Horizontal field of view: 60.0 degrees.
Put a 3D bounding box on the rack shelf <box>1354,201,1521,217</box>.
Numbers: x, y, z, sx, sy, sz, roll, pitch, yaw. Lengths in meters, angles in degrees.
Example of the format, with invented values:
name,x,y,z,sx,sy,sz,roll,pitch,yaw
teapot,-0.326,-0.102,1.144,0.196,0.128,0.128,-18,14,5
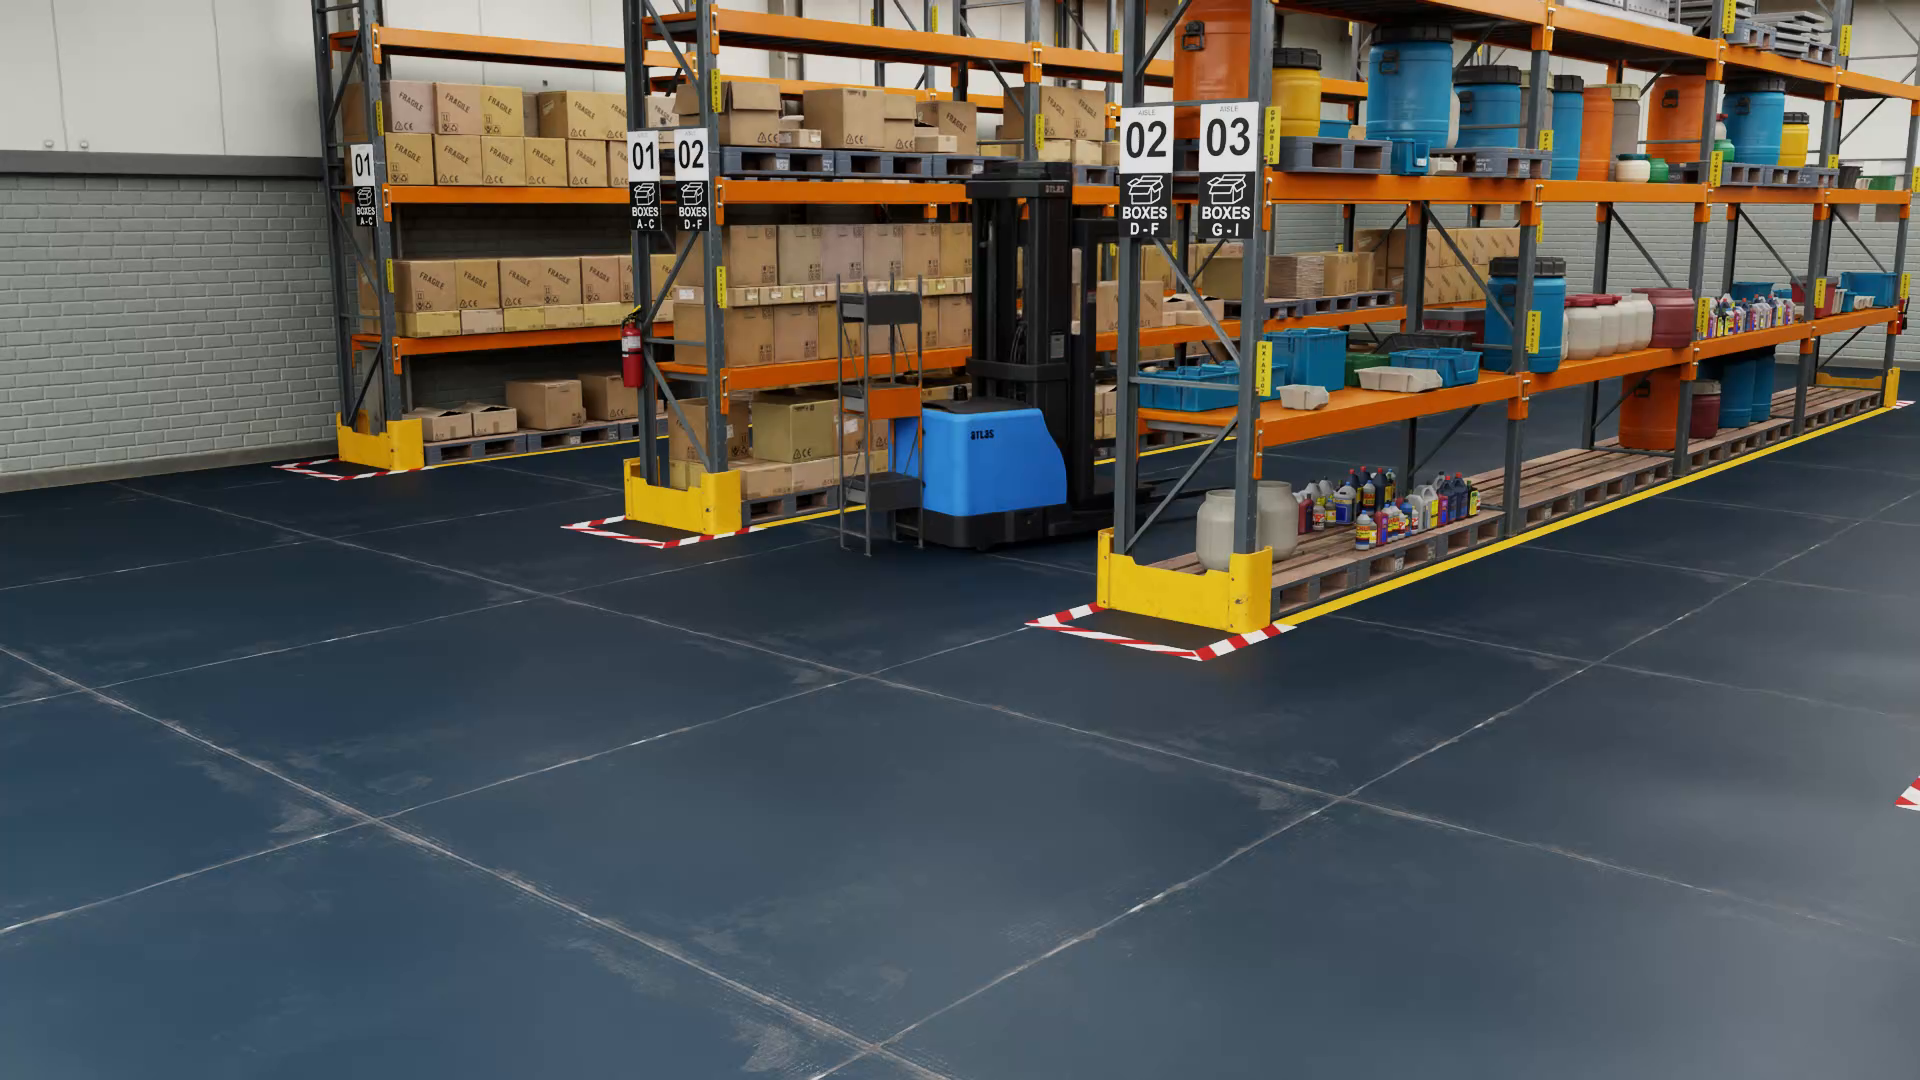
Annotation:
name,x,y,z,sx,sy,sz,roll,pitch,yaw
rack shelf,6.942,-4.787,23.699,1.077,0.370,4.000,10,15,40

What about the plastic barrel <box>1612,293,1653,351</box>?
name,x,y,z,sx,sy,sz,roll,pitch,yaw
plastic barrel,6.181,-2.021,15.386,0.421,0.512,0.421,0,11,0

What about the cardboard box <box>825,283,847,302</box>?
name,x,y,z,sx,sy,sz,roll,pitch,yaw
cardboard box,-1.198,-2.158,14.447,0.380,0.149,0.250,9,14,38

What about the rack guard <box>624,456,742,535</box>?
name,x,y,z,sx,sy,sz,roll,pitch,yaw
rack guard,-2.315,-0.380,13.837,1.175,0.500,0.348,10,15,40

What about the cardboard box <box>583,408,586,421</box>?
name,x,y,z,sx,sy,sz,roll,pitch,yaw
cardboard box,-4.453,-1.423,18.831,0.380,0.149,0.250,8,14,36

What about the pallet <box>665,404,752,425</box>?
name,x,y,z,sx,sy,sz,roll,pitch,yaw
pallet,-2.869,-1.585,20.607,1.003,0.211,1.213,10,15,40

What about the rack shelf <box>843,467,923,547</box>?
name,x,y,z,sx,sy,sz,roll,pitch,yaw
rack shelf,-0.606,-0.263,12.808,0.480,0.518,0.431,-8,14,-35

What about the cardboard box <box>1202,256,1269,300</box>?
name,x,y,z,sx,sy,sz,roll,pitch,yaw
cardboard box,3.313,-3.148,19.988,0.700,0.500,0.500,4,12,21

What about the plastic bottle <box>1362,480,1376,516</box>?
name,x,y,z,sx,sy,sz,roll,pitch,yaw
plastic bottle,3.210,-0.332,13.060,0.097,0.271,0.097,0,11,0

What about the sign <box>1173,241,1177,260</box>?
name,x,y,z,sx,sy,sz,roll,pitch,yaw
sign,2.568,-3.384,19.741,0.100,0.325,0.005,10,15,40

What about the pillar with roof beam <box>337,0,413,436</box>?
name,x,y,z,sx,sy,sz,roll,pitch,yaw
pillar with roof beam,-2.977,-4.849,14.515,9.100,9.000,0.400,10,15,40

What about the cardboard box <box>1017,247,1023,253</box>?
name,x,y,z,sx,sy,sz,roll,pitch,yaw
cardboard box,0.765,-4.261,23.907,0.500,0.250,0.500,9,15,39

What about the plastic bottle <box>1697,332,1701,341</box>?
name,x,y,z,sx,sy,sz,roll,pitch,yaw
plastic bottle,7.229,-2.106,16.415,0.152,0.276,0.135,10,15,40

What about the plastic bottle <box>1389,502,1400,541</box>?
name,x,y,z,sx,sy,sz,roll,pitch,yaw
plastic bottle,3.142,-0.138,12.084,0.097,0.271,0.097,0,11,0

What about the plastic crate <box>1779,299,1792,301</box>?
name,x,y,z,sx,sy,sz,roll,pitch,yaw
plastic crate,10.264,-2.929,20.737,0.293,0.136,0.466,10,15,40

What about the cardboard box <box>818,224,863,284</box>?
name,x,y,z,sx,sy,sz,roll,pitch,yaw
cardboard box,-1.271,-2.522,14.610,0.700,0.500,0.500,10,15,41

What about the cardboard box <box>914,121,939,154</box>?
name,x,y,z,sx,sy,sz,roll,pitch,yaw
cardboard box,-0.546,-3.780,15.618,0.500,0.311,0.500,9,14,37

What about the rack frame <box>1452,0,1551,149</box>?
name,x,y,z,sx,sy,sz,roll,pitch,yaw
rack frame,4.060,-4.499,12.759,1.000,3.000,0.127,10,15,40

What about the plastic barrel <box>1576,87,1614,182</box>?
name,x,y,z,sx,sy,sz,roll,pitch,yaw
plastic barrel,5.563,-3.638,15.011,0.600,0.830,0.708,10,15,40

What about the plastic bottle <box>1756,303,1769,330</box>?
name,x,y,z,sx,sy,sz,roll,pitch,yaw
plastic bottle,8.660,-2.425,18.013,0.152,0.276,0.135,10,15,40

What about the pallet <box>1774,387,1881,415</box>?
name,x,y,z,sx,sy,sz,roll,pitch,yaw
pallet,11.407,-1.838,21.877,1.003,0.211,1.213,10,15,40

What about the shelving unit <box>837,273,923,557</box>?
name,x,y,z,sx,sy,sz,roll,pitch,yaw
shelving unit,-0.606,-0.962,12.668,0.503,2.100,0.431,-8,14,-35

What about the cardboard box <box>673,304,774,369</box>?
name,x,y,z,sx,sy,sz,roll,pitch,yaw
cardboard box,-1.981,-1.725,13.935,0.700,0.500,0.500,10,15,40

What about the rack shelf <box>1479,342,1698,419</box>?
name,x,y,z,sx,sy,sz,roll,pitch,yaw
rack shelf,5.380,-1.498,14.890,1.077,0.370,4.000,10,15,40

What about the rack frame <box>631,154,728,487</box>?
name,x,y,z,sx,sy,sz,roll,pitch,yaw
rack frame,-2.299,-1.609,13.609,1.000,3.000,0.127,10,15,40

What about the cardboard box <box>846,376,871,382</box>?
name,x,y,z,sx,sy,sz,roll,pitch,yaw
cardboard box,-1.605,-2.243,22.040,0.700,0.500,0.500,10,15,40

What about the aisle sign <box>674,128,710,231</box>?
name,x,y,z,sx,sy,sz,roll,pitch,yaw
aisle sign,-2.112,-2.835,13.108,0.394,0.787,0.004,10,15,40

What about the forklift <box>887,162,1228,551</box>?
name,x,y,z,sx,sy,sz,roll,pitch,yaw
forklift,0.905,-1.556,13.519,3.031,2.935,1.130,-8,14,-35

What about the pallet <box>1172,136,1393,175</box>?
name,x,y,z,sx,sy,sz,roll,pitch,yaw
pallet,2.039,-2.456,10.671,1.003,0.211,1.213,10,15,40

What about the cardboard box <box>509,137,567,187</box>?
name,x,y,z,sx,sy,sz,roll,pitch,yaw
cardboard box,-4.555,-4.029,17.758,0.500,0.500,0.500,11,16,44

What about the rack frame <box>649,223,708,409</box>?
name,x,y,z,sx,sy,sz,roll,pitch,yaw
rack frame,-3.382,-2.838,19.760,1.000,3.000,0.127,10,15,40

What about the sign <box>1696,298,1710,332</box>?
name,x,y,z,sx,sy,sz,roll,pitch,yaw
sign,7.118,-2.155,15.926,0.100,0.325,0.005,10,15,40

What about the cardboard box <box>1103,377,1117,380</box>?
name,x,y,z,sx,sy,sz,roll,pitch,yaw
cardboard box,1.737,-1.727,18.713,0.500,0.311,0.500,9,15,39

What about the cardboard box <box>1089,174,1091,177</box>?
name,x,y,z,sx,sy,sz,roll,pitch,yaw
cardboard box,2.174,-5.798,25.979,0.500,0.250,0.500,10,15,41

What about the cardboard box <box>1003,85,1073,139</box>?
name,x,y,z,sx,sy,sz,roll,pitch,yaw
cardboard box,0.778,-4.254,16.591,0.500,0.500,0.500,10,15,41

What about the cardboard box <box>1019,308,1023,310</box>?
name,x,y,z,sx,sy,sz,roll,pitch,yaw
cardboard box,0.784,-2.285,17.336,0.396,0.266,0.258,9,15,39

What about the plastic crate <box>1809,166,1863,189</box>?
name,x,y,z,sx,sy,sz,roll,pitch,yaw
plastic crate,10.366,-4.288,19.696,0.497,0.269,0.590,10,15,40

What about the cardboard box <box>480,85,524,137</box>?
name,x,y,z,sx,sy,sz,roll,pitch,yaw
cardboard box,-4.887,-4.439,17.258,0.500,0.500,0.500,10,15,42

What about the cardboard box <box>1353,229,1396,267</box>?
name,x,y,z,sx,sy,sz,roll,pitch,yaw
cardboard box,5.762,-4.022,22.881,0.500,0.500,0.500,10,15,41

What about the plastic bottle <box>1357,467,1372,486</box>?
name,x,y,z,sx,sy,sz,roll,pitch,yaw
plastic bottle,3.215,-0.408,13.237,0.144,0.351,0.185,10,15,42

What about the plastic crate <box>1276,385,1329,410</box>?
name,x,y,z,sx,sy,sz,roll,pitch,yaw
plastic crate,2.252,-0.929,10.877,0.298,0.136,0.250,10,15,40

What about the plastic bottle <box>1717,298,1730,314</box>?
name,x,y,z,sx,sy,sz,roll,pitch,yaw
plastic bottle,8.049,-2.370,17.544,0.144,0.351,0.185,10,15,40

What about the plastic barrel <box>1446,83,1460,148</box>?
name,x,y,z,sx,sy,sz,roll,pitch,yaw
plastic barrel,3.628,-3.250,12.811,0.421,0.512,0.421,0,11,0

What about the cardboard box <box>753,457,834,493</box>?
name,x,y,z,sx,sy,sz,roll,pitch,yaw
cardboard box,-1.451,-0.591,14.459,0.500,0.250,0.500,10,15,40

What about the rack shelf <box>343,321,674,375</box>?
name,x,y,z,sx,sy,sz,roll,pitch,yaw
rack shelf,-4.702,-2.191,18.357,1.077,0.370,4.000,10,15,40

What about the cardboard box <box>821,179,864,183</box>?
name,x,y,z,sx,sy,sz,roll,pitch,yaw
cardboard box,-1.667,-4.779,21.505,0.637,0.503,0.797,-10,15,-40

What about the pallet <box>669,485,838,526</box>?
name,x,y,z,sx,sy,sz,roll,pitch,yaw
pallet,-1.826,-0.360,14.473,1.003,0.211,1.213,10,15,40

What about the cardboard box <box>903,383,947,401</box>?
name,x,y,z,sx,sy,sz,roll,pitch,yaw
cardboard box,-0.467,-1.180,15.496,0.500,0.500,0.500,10,15,40

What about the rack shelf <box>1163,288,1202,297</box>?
name,x,y,z,sx,sy,sz,roll,pitch,yaw
rack shelf,3.219,-3.956,27.196,1.077,0.370,4.000,10,15,40

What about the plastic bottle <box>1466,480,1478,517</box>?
name,x,y,z,sx,sy,sz,roll,pitch,yaw
plastic bottle,3.990,-0.327,13.002,0.061,0.283,0.133,11,16,43

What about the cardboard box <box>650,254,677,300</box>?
name,x,y,z,sx,sy,sz,roll,pitch,yaw
cardboard box,-3.462,-3.032,19.151,0.500,0.500,0.500,10,15,40

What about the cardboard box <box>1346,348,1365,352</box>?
name,x,y,z,sx,sy,sz,roll,pitch,yaw
cardboard box,5.120,-2.325,22.452,0.500,0.500,0.500,9,14,38

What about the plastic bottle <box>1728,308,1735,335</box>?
name,x,y,z,sx,sy,sz,roll,pitch,yaw
plastic bottle,7.936,-2.253,17.164,0.097,0.271,0.097,0,11,0

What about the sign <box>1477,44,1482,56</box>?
name,x,y,z,sx,sy,sz,roll,pitch,yaw
sign,7.855,-7.472,25.060,0.100,0.325,0.005,10,15,40

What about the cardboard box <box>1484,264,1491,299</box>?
name,x,y,z,sx,sy,sz,roll,pitch,yaw
cardboard box,7.498,-3.762,24.131,0.500,0.500,0.500,10,15,41

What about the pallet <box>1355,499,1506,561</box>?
name,x,y,z,sx,sy,sz,roll,pitch,yaw
pallet,3.585,-0.096,13.152,1.003,0.211,1.213,10,15,40

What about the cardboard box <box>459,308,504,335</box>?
name,x,y,z,sx,sy,sz,roll,pitch,yaw
cardboard box,-5.130,-2.294,17.372,0.500,0.250,0.500,9,15,39

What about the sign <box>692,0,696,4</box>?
name,x,y,z,sx,sy,sz,roll,pitch,yaw
sign,-2.987,-6.203,18.708,0.100,0.325,0.005,10,15,40
